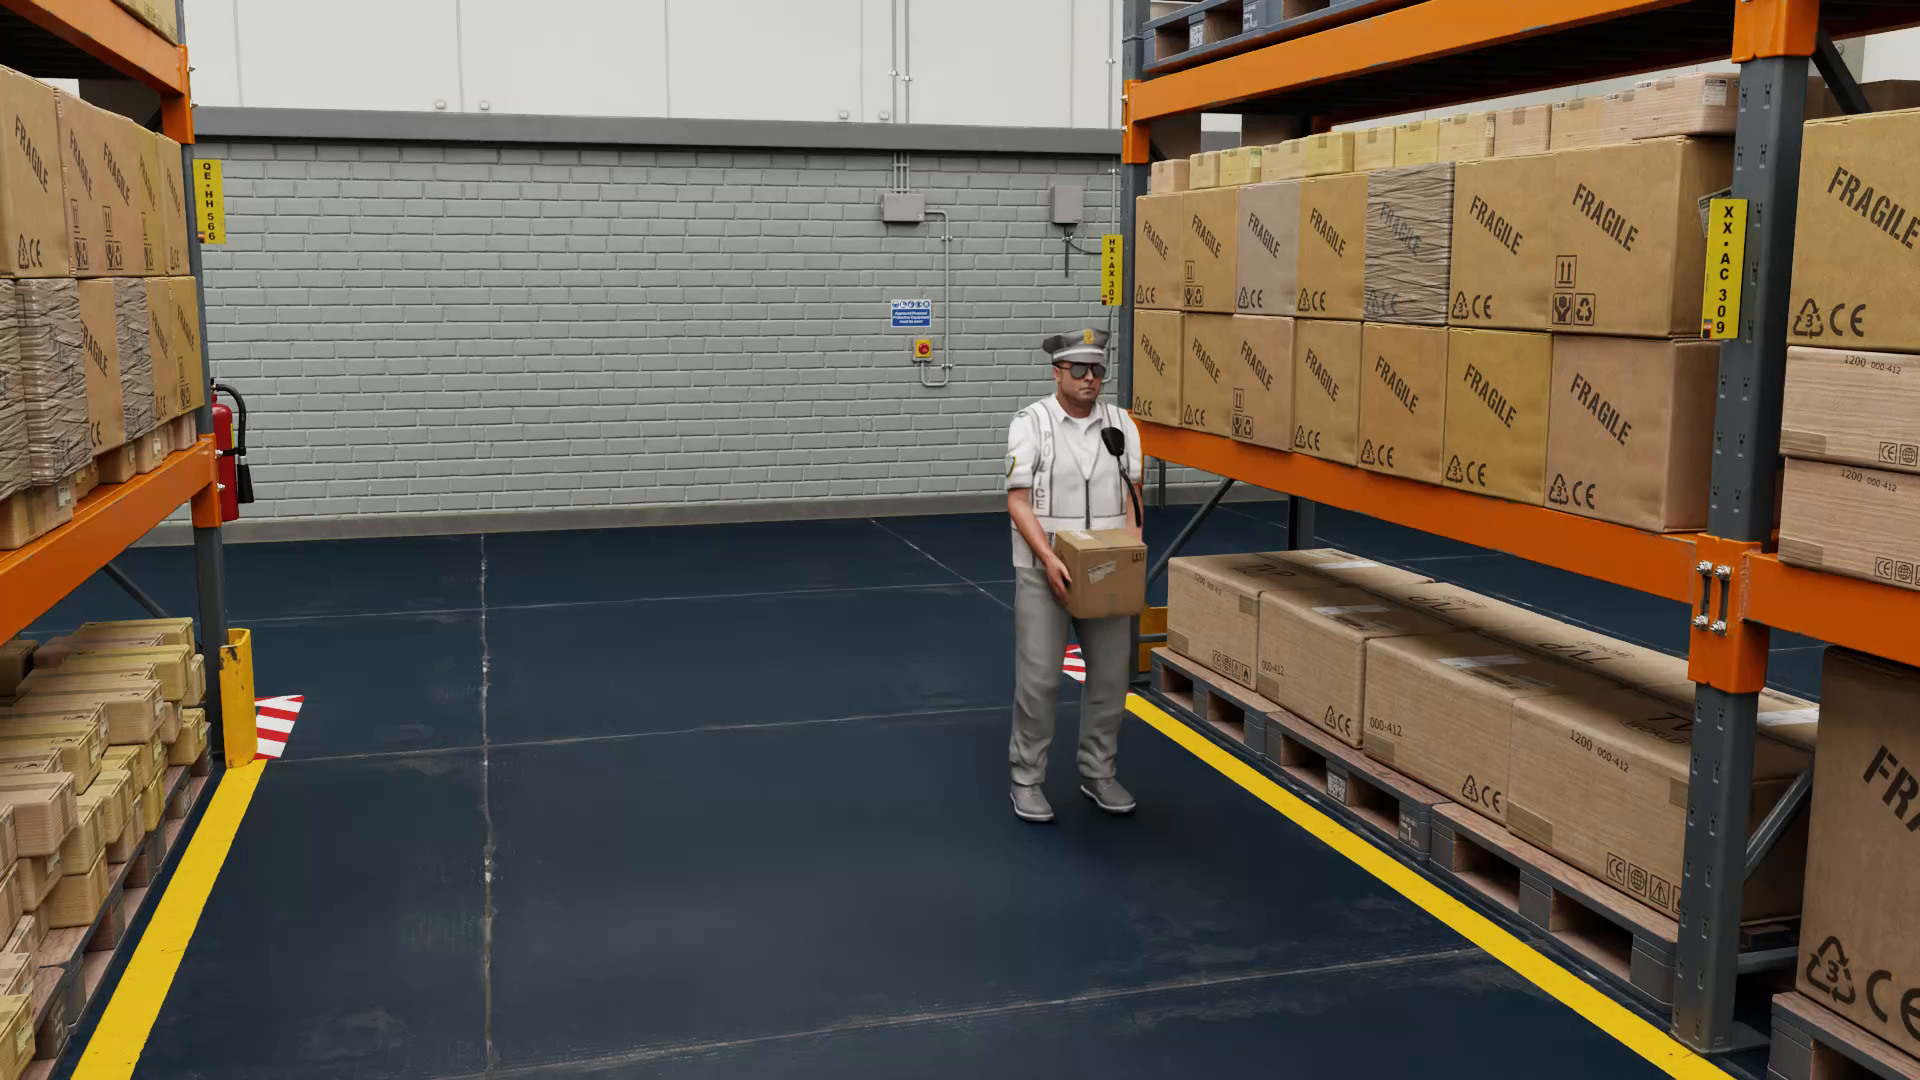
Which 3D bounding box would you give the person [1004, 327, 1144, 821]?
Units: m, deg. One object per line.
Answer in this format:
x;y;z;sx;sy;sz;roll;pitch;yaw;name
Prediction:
0.435;0.118;6.037;0.527;1.773;0.525;-3;10;-16;person
